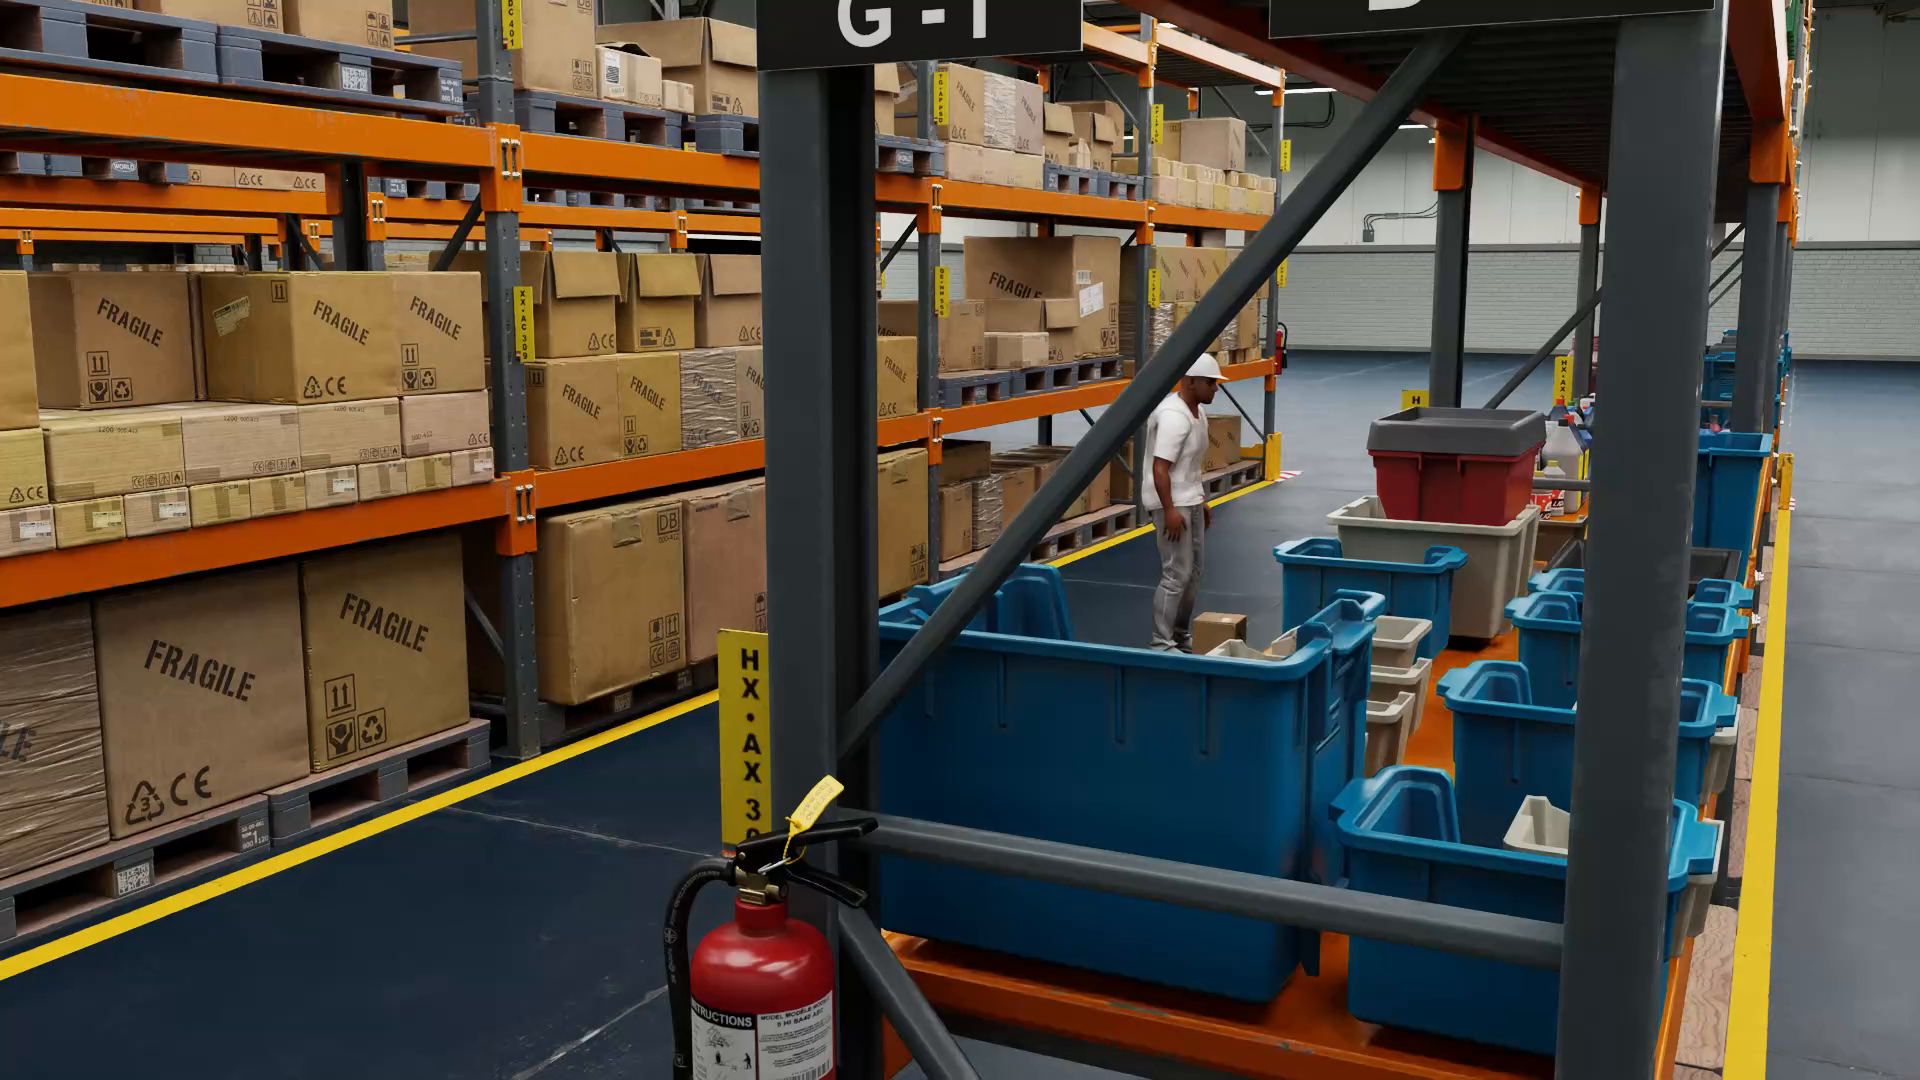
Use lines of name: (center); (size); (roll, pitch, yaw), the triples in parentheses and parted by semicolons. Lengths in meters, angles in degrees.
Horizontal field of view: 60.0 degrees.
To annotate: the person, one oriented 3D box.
person: (1.280, -0.191, 9.509); (0.457, 1.761, 0.626); (4, 10, 26)
